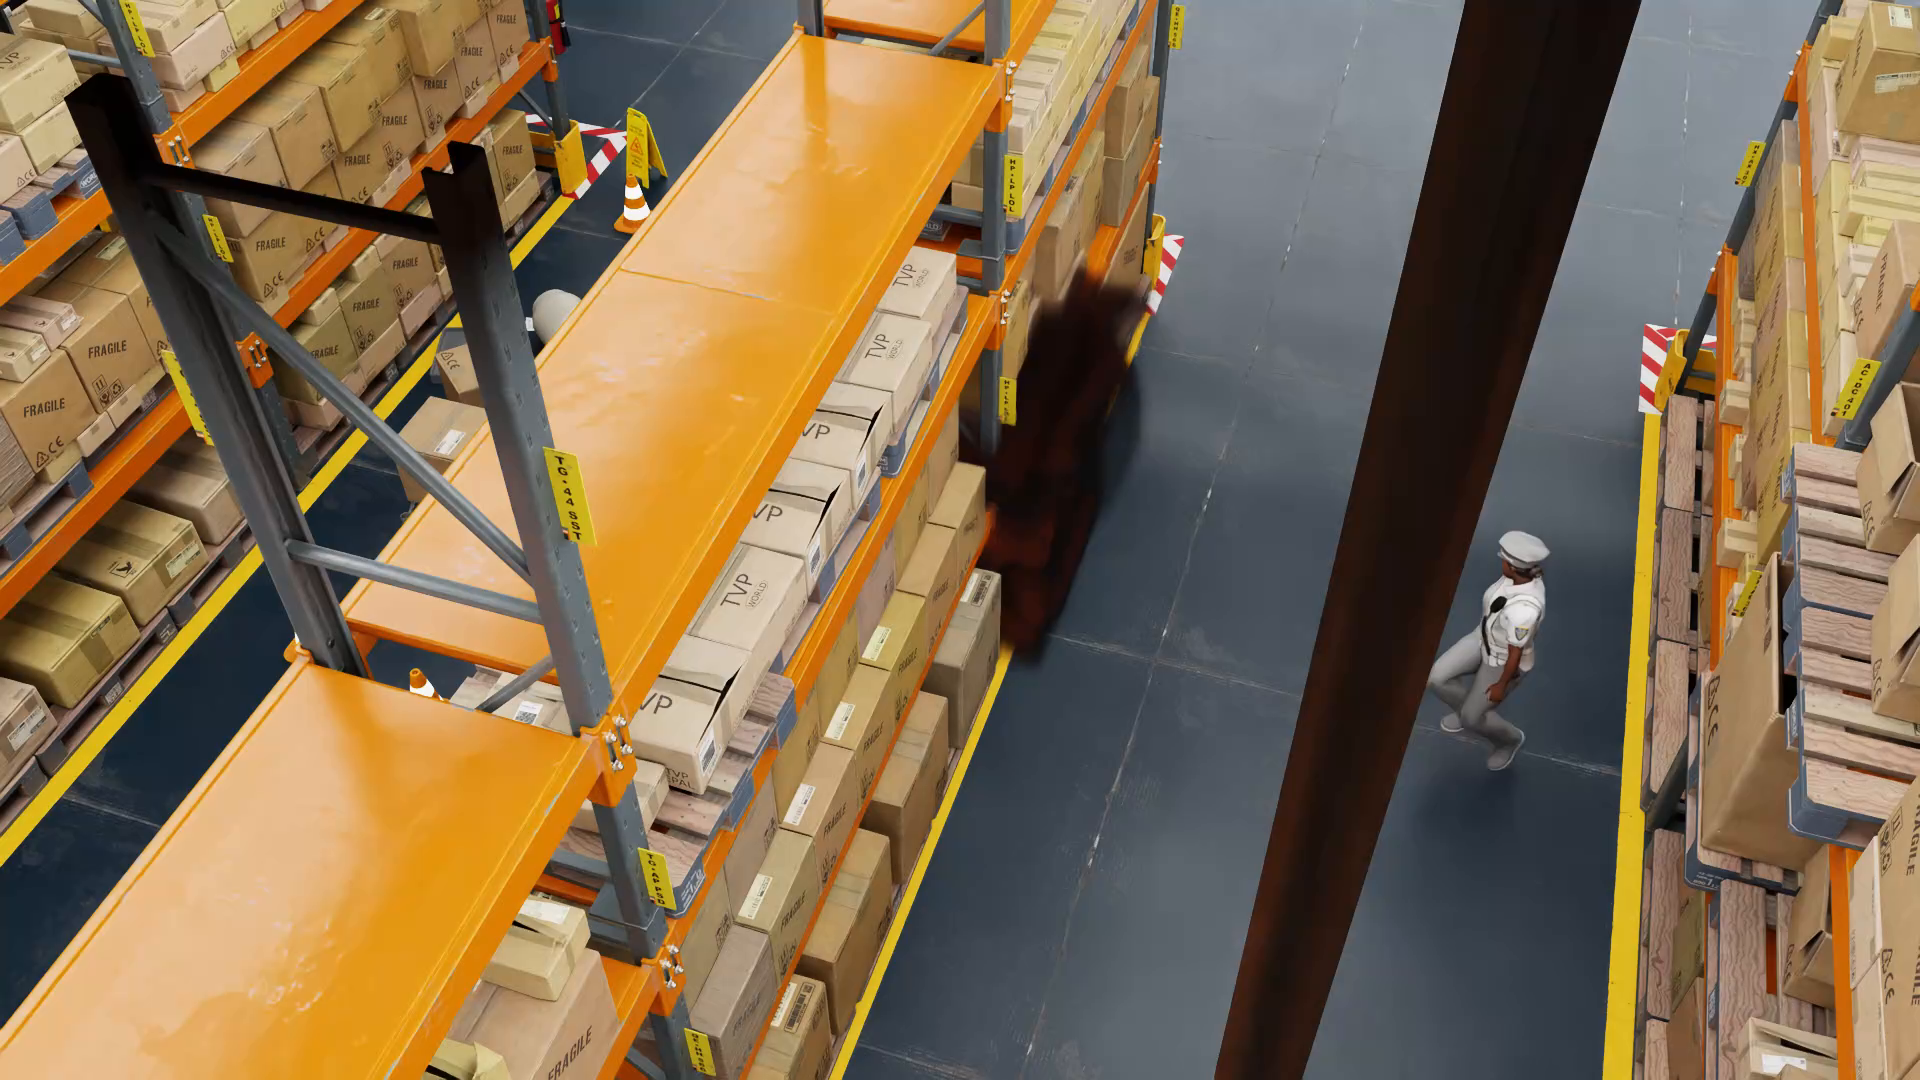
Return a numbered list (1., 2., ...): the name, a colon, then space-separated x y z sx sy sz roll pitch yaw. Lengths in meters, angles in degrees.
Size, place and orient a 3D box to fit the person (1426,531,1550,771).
1. person: 2.968 0.662 9.323 0.640 1.632 0.473 -4 46 -4
